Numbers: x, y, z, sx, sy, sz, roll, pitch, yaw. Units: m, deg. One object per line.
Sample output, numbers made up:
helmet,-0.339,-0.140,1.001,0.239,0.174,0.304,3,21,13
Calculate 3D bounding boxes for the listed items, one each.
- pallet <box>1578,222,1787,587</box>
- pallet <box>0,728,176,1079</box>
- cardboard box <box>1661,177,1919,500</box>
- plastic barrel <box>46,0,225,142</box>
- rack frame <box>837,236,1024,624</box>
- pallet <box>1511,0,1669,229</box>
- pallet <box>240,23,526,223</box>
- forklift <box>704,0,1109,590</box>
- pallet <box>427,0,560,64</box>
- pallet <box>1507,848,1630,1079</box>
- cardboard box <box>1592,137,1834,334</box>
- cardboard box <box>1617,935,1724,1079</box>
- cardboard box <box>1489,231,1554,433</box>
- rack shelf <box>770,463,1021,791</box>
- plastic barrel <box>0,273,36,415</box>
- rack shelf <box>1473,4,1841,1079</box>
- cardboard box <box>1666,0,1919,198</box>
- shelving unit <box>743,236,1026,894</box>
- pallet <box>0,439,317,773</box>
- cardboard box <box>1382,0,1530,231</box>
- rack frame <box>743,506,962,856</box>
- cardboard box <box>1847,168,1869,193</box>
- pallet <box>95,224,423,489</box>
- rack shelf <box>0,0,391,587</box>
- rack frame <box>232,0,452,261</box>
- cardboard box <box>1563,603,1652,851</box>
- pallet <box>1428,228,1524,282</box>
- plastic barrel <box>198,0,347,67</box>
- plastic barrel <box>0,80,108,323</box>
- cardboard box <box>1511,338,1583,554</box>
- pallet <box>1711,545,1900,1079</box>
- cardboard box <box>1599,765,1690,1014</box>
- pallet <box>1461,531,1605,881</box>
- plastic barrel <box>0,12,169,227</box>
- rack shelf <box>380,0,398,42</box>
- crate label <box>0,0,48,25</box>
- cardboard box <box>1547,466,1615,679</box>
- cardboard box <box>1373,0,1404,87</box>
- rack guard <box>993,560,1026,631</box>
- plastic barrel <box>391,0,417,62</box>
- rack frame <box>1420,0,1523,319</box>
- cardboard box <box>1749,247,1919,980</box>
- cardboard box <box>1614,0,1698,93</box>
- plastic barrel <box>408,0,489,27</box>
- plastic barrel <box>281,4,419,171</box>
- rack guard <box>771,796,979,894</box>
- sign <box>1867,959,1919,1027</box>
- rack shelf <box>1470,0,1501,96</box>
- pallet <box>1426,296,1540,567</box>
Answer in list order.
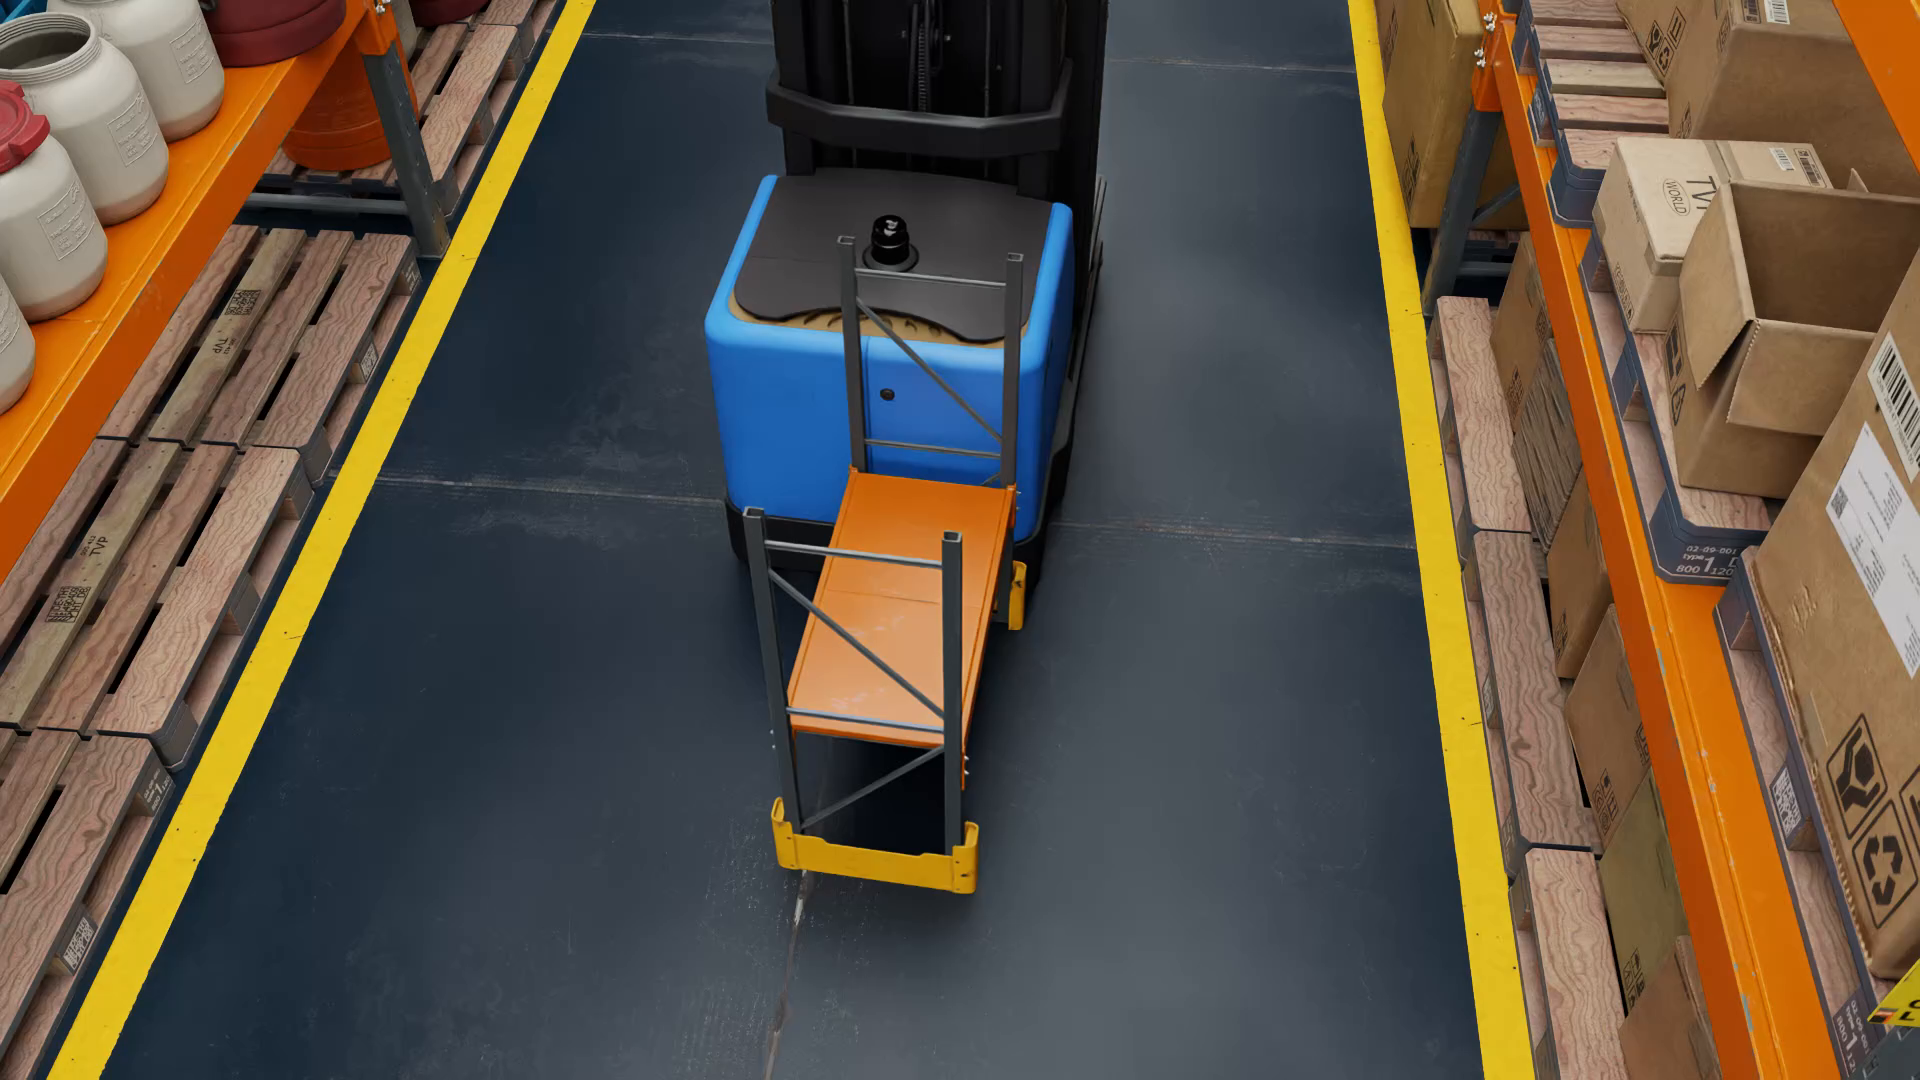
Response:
pallet,2.187,-0.377,4.192,1.003,0.211,1.213,4,48,4
pallet,-2.937,1.069,4.629,1.003,0.211,1.213,4,48,4
cardboard box,2.028,-0.416,3.743,0.797,0.503,0.637,8,48,8
plastic barrel,-2.487,-1.499,5.013,0.421,0.512,0.421,0,48,0
rack frame,-0.080,-0.270,4.981,0.500,1.500,0.032,7,48,6
pallet,2.368,-1.303,5.039,1.213,0.211,1.003,4,48,4
pallet,-2.575,-1.873,7.320,1.003,0.211,1.213,4,48,4
forklift,-0.030,-1.912,5.513,1.130,2.935,3.031,7,48,6
pallet,-2.461,-2.767,8.138,1.003,0.211,1.213,4,48,4
pallet,2.032,1.409,4.318,1.003,0.211,1.213,4,48,4
cardboard box,1.945,-0.774,4.242,0.500,0.250,0.500,3,48,2
cardboard box,2.040,1.286,3.937,0.700,0.500,0.500,1,48,1
cardboard box,2.286,-0.710,5.762,0.700,0.500,0.500,2,48,1
rack shelf,-0.162,0.221,4.775,0.538,0.185,1.000,7,48,6
plastic barrel,-2.598,-0.566,4.143,0.433,0.535,0.433,0,48,0
rack shelf,2.144,-0.186,4.375,1.077,0.370,4.000,4,48,4
cardboard box,2.366,-1.258,4.515,0.700,0.500,0.500,10,48,9
shelving unit,-0.160,0.093,4.648,0.587,1.500,1.083,7,48,6
pallet,-2.829,0.170,5.452,1.003,0.211,1.213,4,48,4
cardboard box,2.410,-1.829,6.545,1.225,0.875,0.875,2,48,2
rack frame,-0.244,0.470,4.304,0.500,1.500,0.032,7,48,6
cardboard box,2.444,-0.752,4.211,0.396,0.266,0.258,3,48,2
pallet,-2.715,-0.724,6.269,1.003,0.211,1.213,4,48,4
rack shelf,-2.788,-0.519,4.680,1.077,0.370,4.000,4,48,4
rack frame,-2.606,-2.232,5.759,1.000,3.000,0.127,4,48,4
cardboard box,2.152,0.526,4.632,0.700,0.500,0.500,0,48,0
pallet,2.474,-1.532,7.008,1.003,0.211,1.213,4,48,4
plastic barrel,-2.346,-1.916,5.378,0.600,0.536,0.708,4,48,4
plastic barrel,-2.558,-0.884,4.433,0.433,0.535,0.433,0,48,0
cardboard box,2.248,-0.301,5.389,0.700,0.500,0.500,0,48,0
pallet,2.177,0.553,3.341,1.003,0.211,1.213,4,48,4
cardboard box,2.102,0.937,4.256,0.700,0.500,0.500,4,48,3
pallet,2.140,0.510,5.140,1.003,0.211,1.213,4,48,4
plastic barrel,-2.525,-1.190,4.730,0.421,0.512,0.421,0,48,0
rack shelf,-2.423,-3.459,7.368,1.077,0.370,4.000,4,48,4
crate label,-2.965,-1.532,5.094,0.502,0.435,0.616,4,48,4
cardboard box,2.203,0.116,5.007,0.700,0.500,0.500,7,48,7
cardboard box,2.499,-2.484,7.144,1.225,0.875,0.875,4,48,4
rack guard,-0.080,0.152,5.441,0.587,0.250,0.087,7,48,6
plastic barrel,-2.616,-2.316,7.236,0.421,0.512,0.421,0,48,0
rack frame,2.327,-1.899,5.454,1.000,3.000,0.127,4,48,4
cardboard box,2.174,0.122,2.915,1.000,1.000,1.000,4,48,4
cardboard box,2.317,-1.675,4.897,0.500,0.500,0.500,-1,48,-1
plastic barrel,-2.475,-2.750,7.582,0.600,0.588,0.708,4,48,4
plastic barrel,-2.578,-2.002,6.734,0.600,0.830,0.708,4,48,4
rack guard,-0.241,0.878,4.778,0.587,0.250,0.087,7,48,6
sign,1.409,0.615,2.370,0.100,0.325,0.005,4,48,4
rack shelf,2.509,-3.126,7.064,1.077,0.370,4.000,4,48,4
pallet,2.254,-0.384,5.958,1.003,0.211,1.213,4,48,4
